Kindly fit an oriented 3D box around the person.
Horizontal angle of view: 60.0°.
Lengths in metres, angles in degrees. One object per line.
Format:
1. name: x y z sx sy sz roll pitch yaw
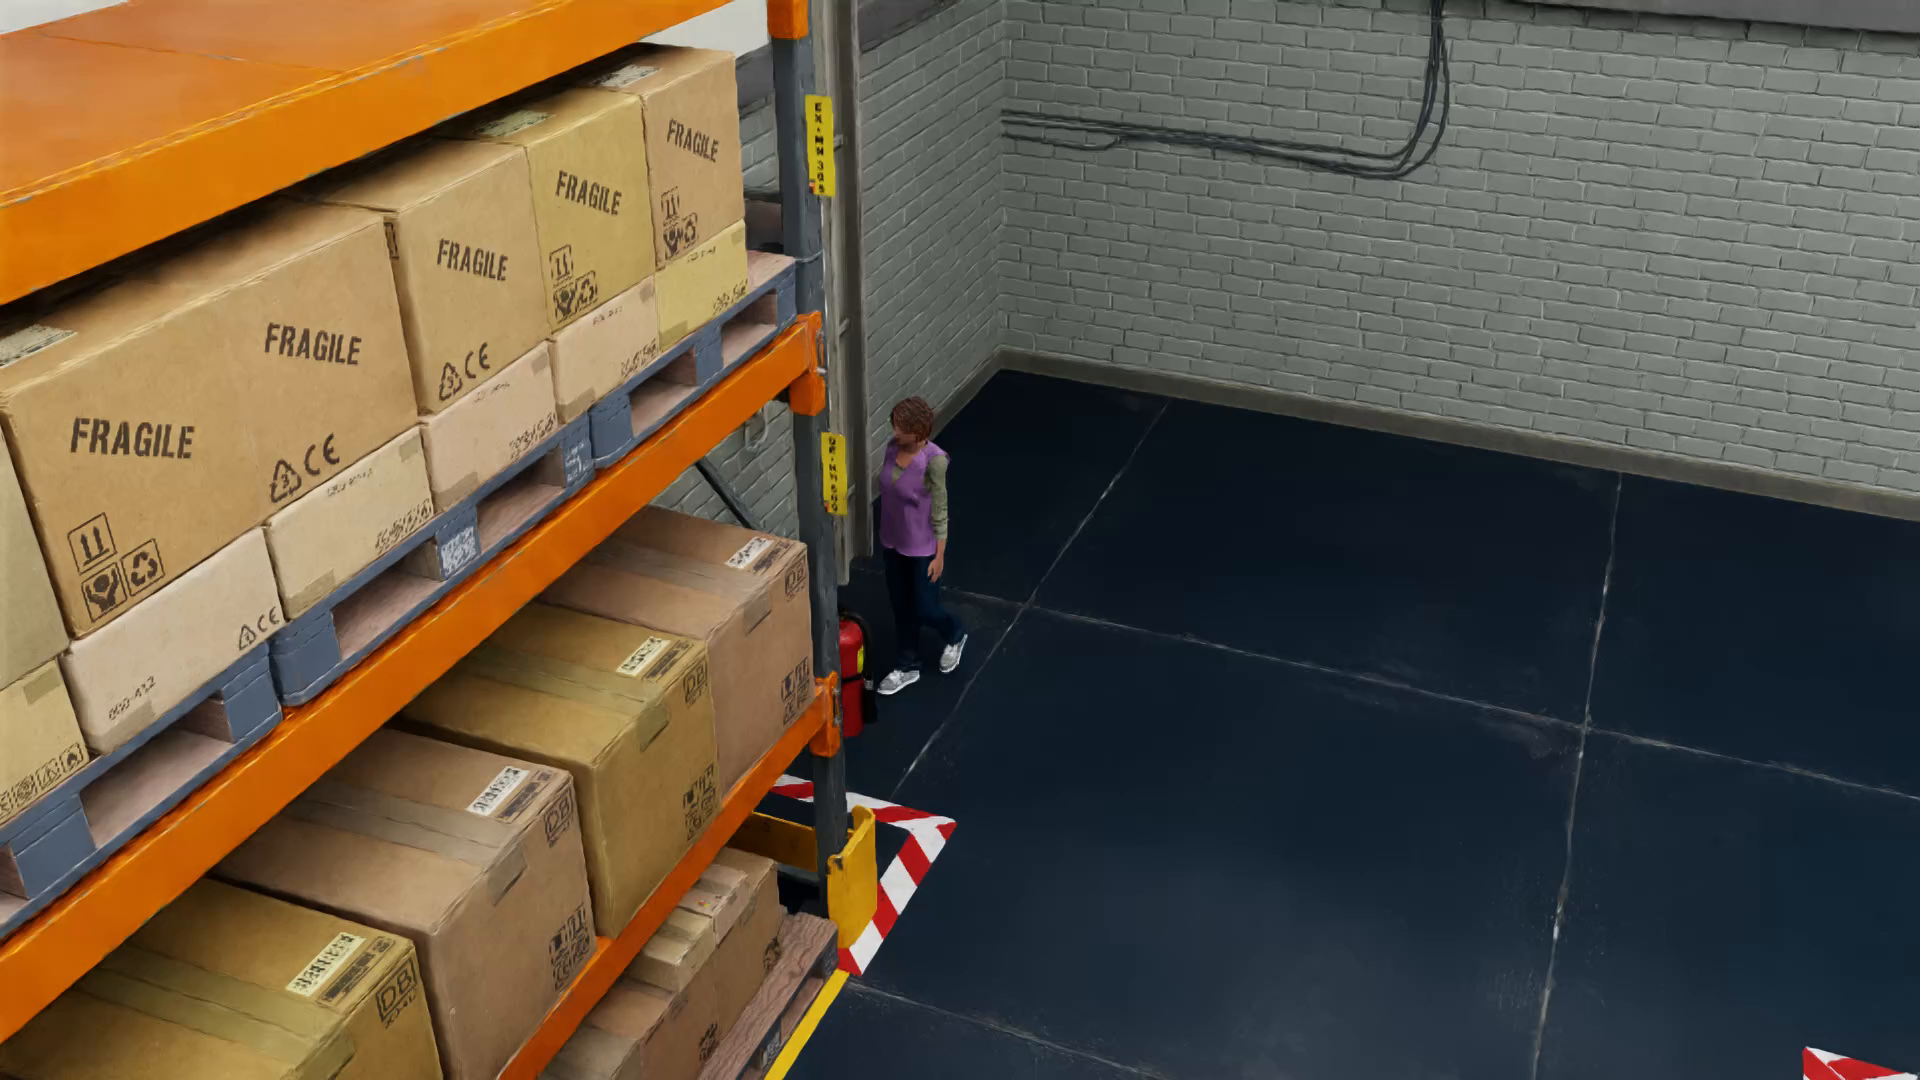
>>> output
1. person: -0.215 0.021 8.347 0.437 1.588 0.571 24 38 35
